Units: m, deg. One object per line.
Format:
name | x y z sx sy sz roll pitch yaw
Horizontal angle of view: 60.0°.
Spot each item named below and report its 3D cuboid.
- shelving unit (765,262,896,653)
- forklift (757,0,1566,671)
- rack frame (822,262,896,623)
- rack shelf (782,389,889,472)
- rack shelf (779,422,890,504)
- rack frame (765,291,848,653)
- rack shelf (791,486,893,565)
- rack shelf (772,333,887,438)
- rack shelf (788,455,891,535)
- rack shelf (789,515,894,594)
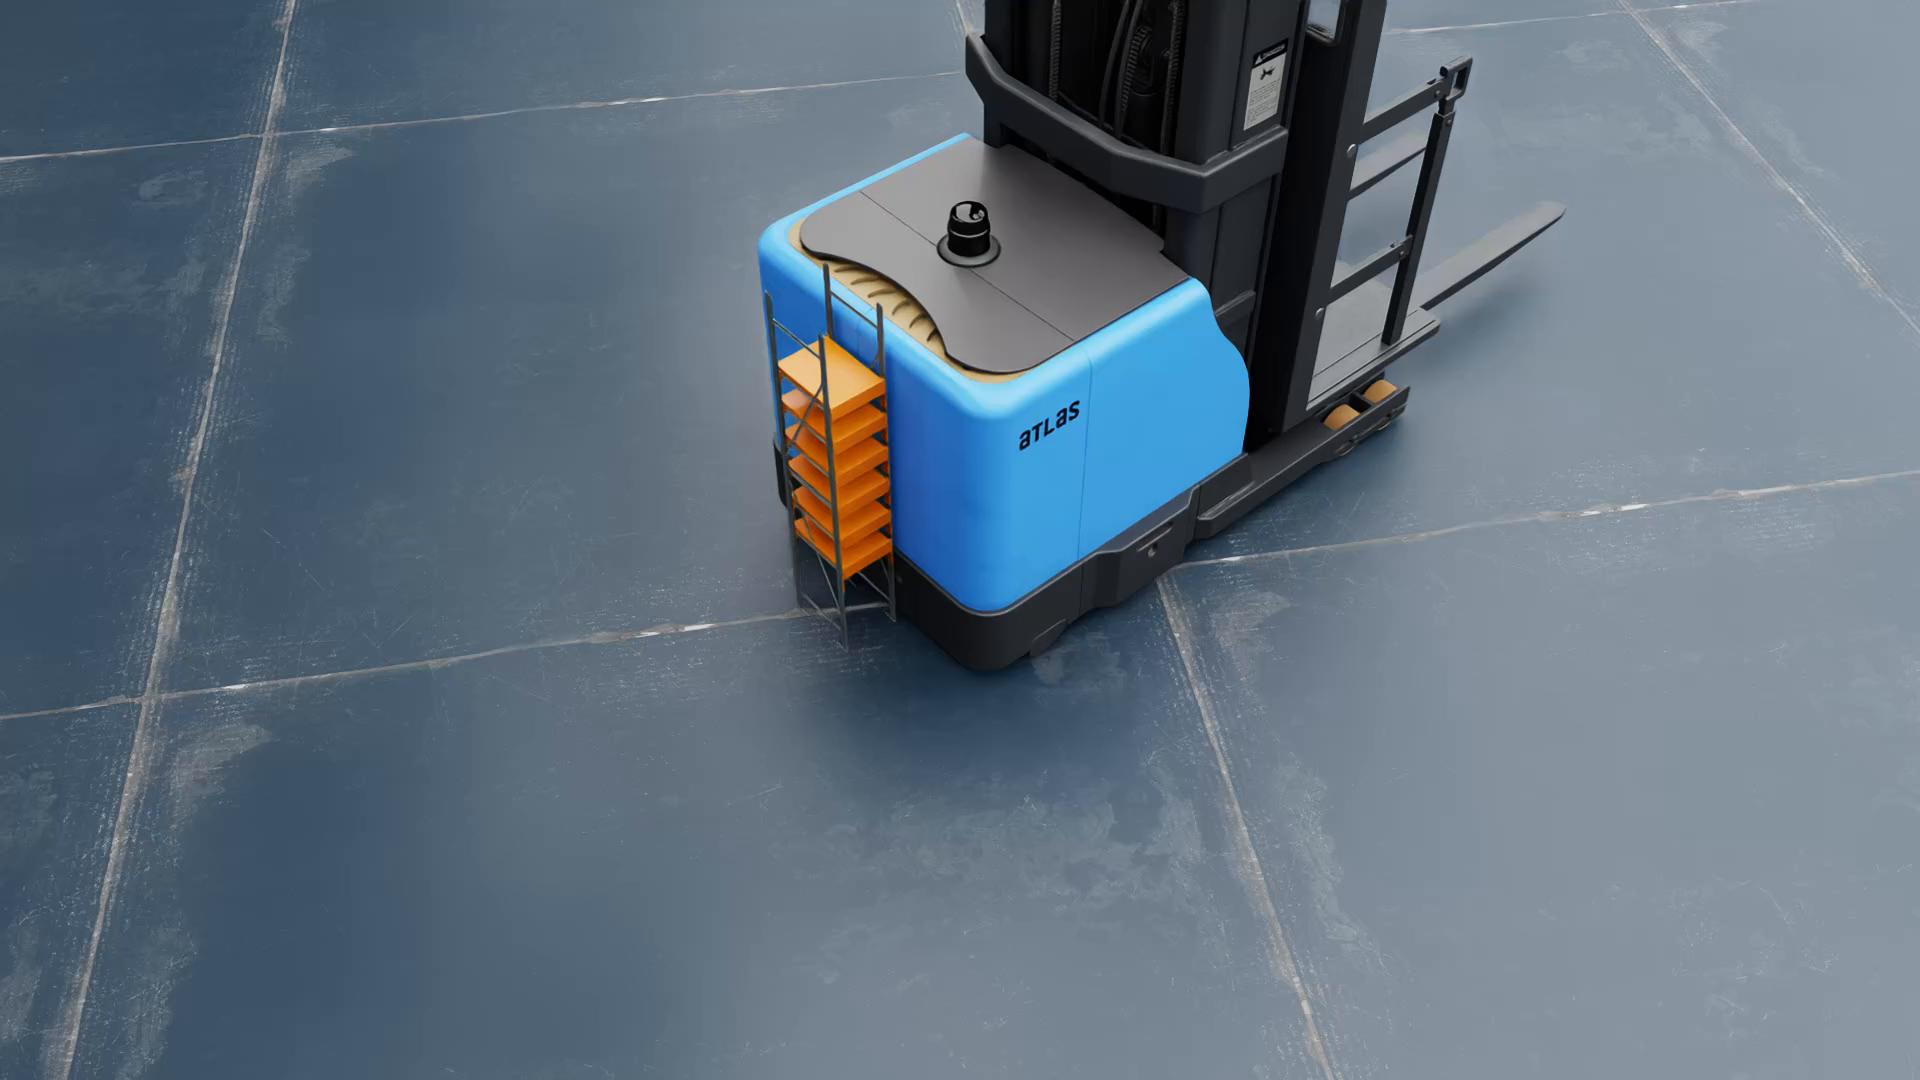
shelving unit | -0.342 -0.189 4.599 0.189 1.200 0.258 -32 54 -27
forklift | 0.869 -1.557 4.714 3.031 2.935 1.130 -32 54 -27
rack frame | -0.273 -0.232 4.640 0.006 1.200 0.240 -32 54 -27
rack shelf | -0.342 -0.325 4.458 0.180 0.103 0.258 -32 54 -27
rack shelf | -0.342 -0.241 4.545 0.180 0.103 0.258 -32 54 -27
rack frame | -0.412 -0.146 4.557 0.006 1.200 0.240 -32 54 -27
rack shelf | -0.342 -0.075 4.717 0.180 0.103 0.258 -32 54 -27
rack shelf | -0.342 -0.408 4.372 0.180 0.103 0.258 -32 54 -27
rack shelf | -0.342 -0.158 4.631 0.180 0.103 0.258 -32 54 -27
rack shelf | -0.342 0.008 4.804 0.180 0.103 0.258 -32 54 -27
